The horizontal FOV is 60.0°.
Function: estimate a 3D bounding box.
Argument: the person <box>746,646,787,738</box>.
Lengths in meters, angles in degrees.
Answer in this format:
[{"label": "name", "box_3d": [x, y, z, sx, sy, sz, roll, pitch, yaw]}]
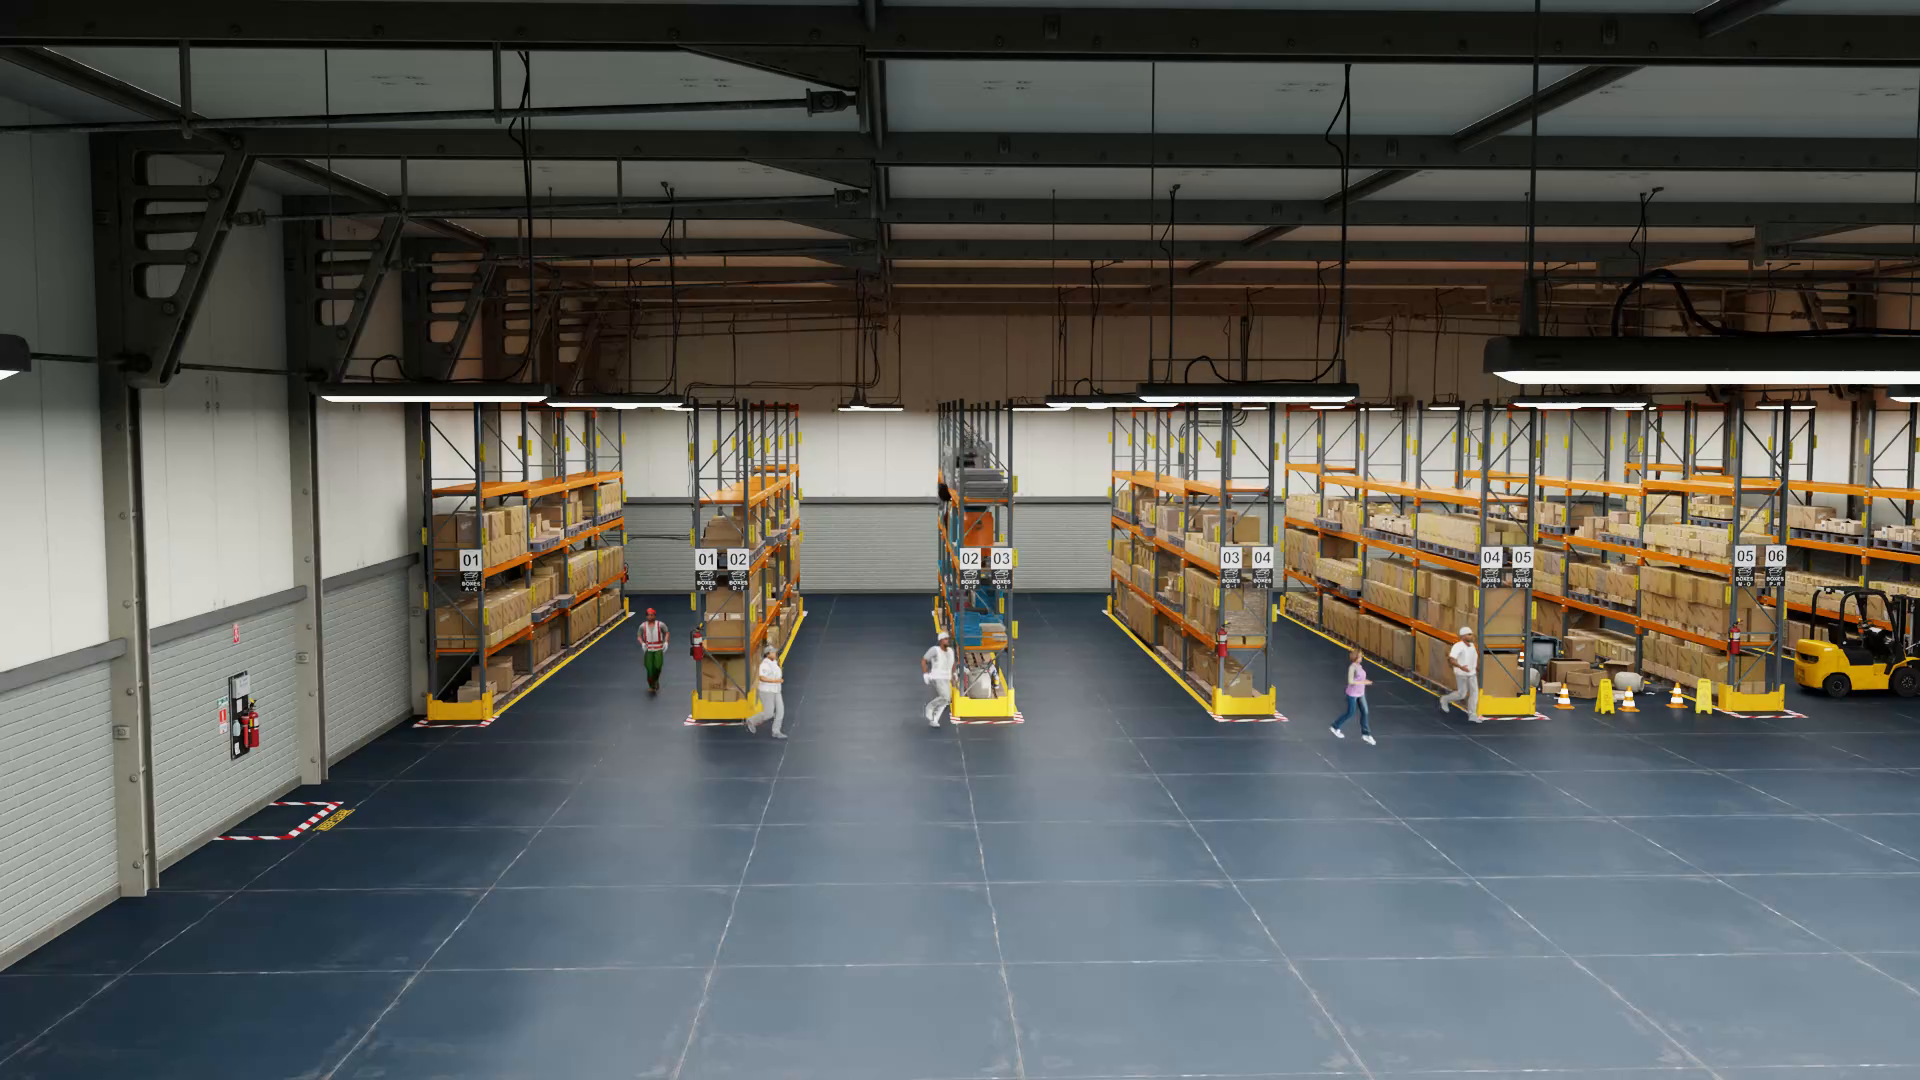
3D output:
[{"label": "person", "box_3d": [-3.390, 2.674, 29.355, 0.751, 1.635, 0.613, 2, 5, 21]}]

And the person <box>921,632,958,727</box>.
[{"label": "person", "box_3d": [-0.302, 2.554, 30.481, 0.734, 1.705, 0.551, -4, 6, -44]}]

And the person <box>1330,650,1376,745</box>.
[{"label": "person", "box_3d": [6.839, 2.727, 28.918, 0.820, 1.615, 0.530, 3, 6, 38]}]

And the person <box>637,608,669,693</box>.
[{"label": "person", "box_3d": [-6.271, 2.268, 33.956, 0.643, 1.744, 0.552, 0, 4, -6]}]

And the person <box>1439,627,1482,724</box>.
[{"label": "person", "box_3d": [9.422, 2.501, 31.036, 0.726, 1.756, 0.930, -3, 5, -34]}]
